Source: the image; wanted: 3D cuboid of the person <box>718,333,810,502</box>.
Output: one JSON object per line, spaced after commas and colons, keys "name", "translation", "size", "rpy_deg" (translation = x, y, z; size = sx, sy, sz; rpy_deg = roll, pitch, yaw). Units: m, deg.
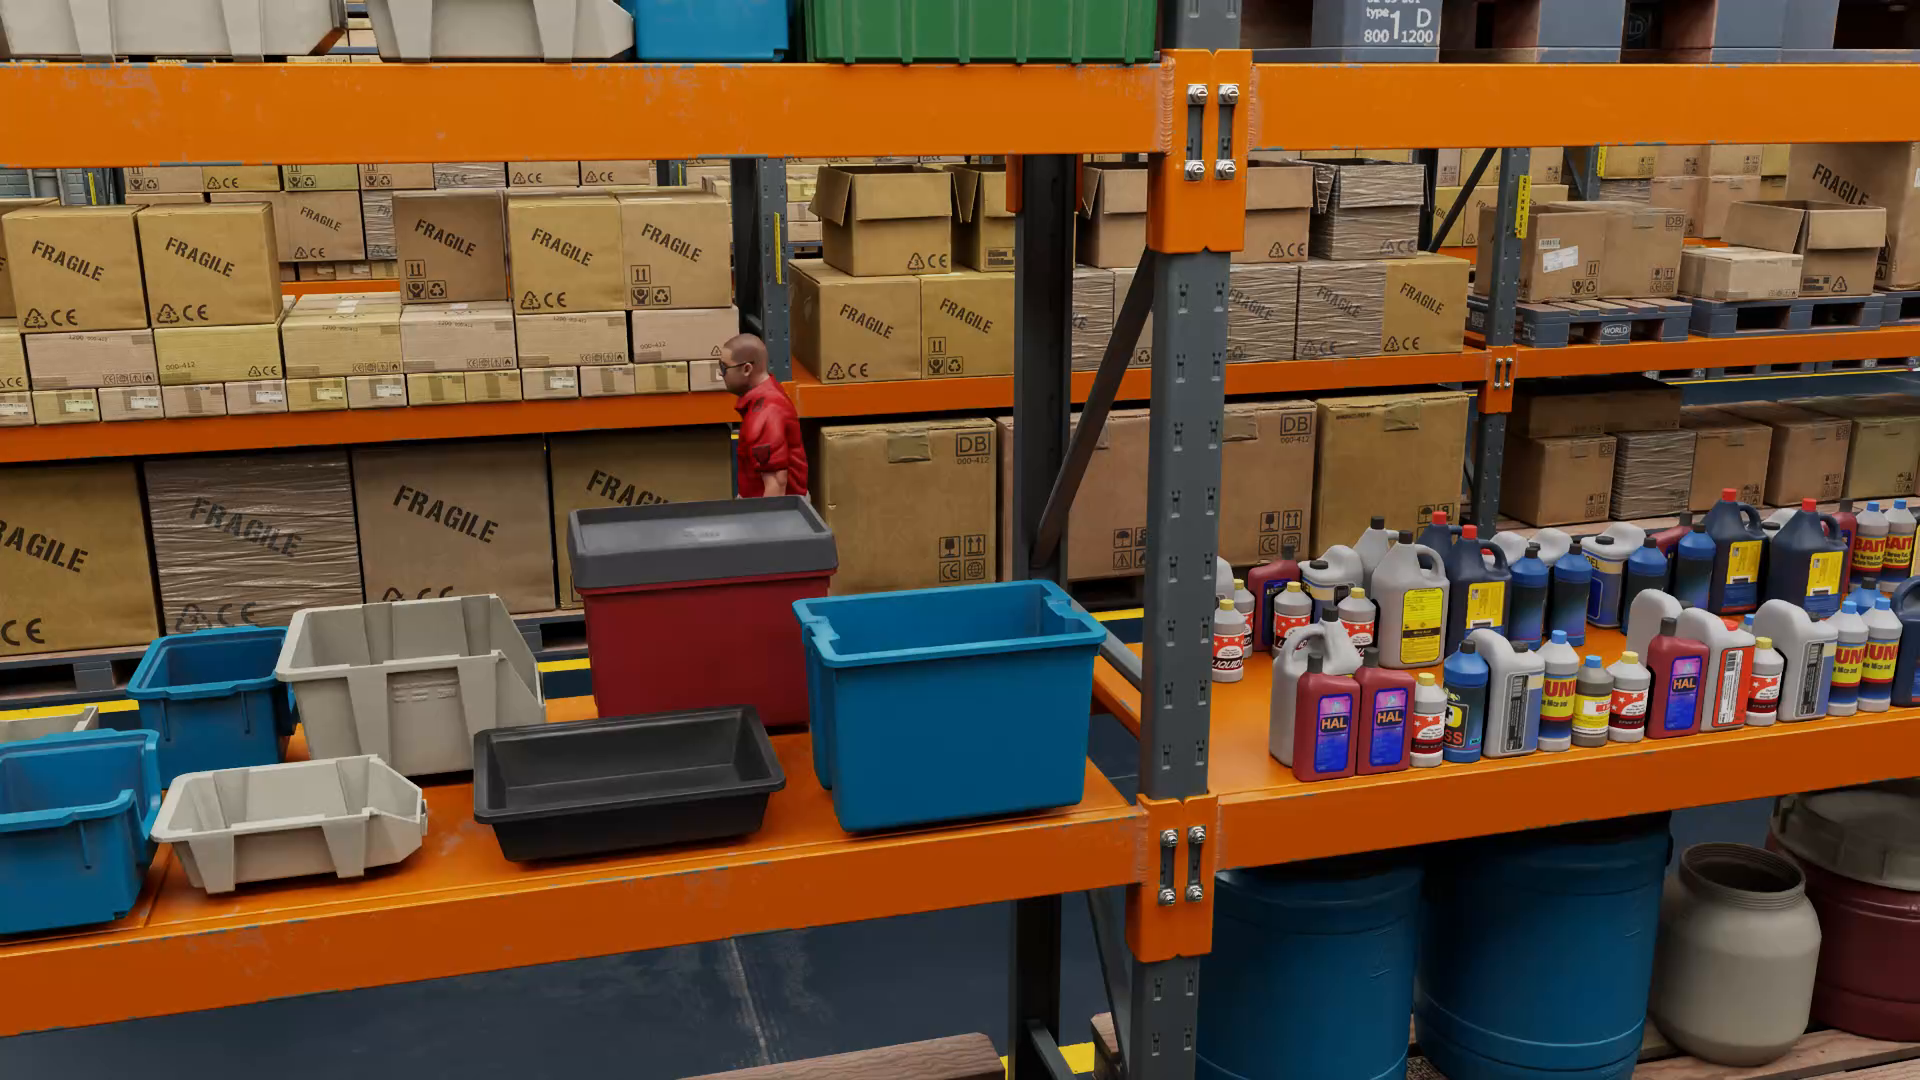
{"name": "person", "translation": [-0.845, -0.037, 7.188], "size": [0.399, 1.726, 0.601], "rpy_deg": [-1, 16, -3]}
